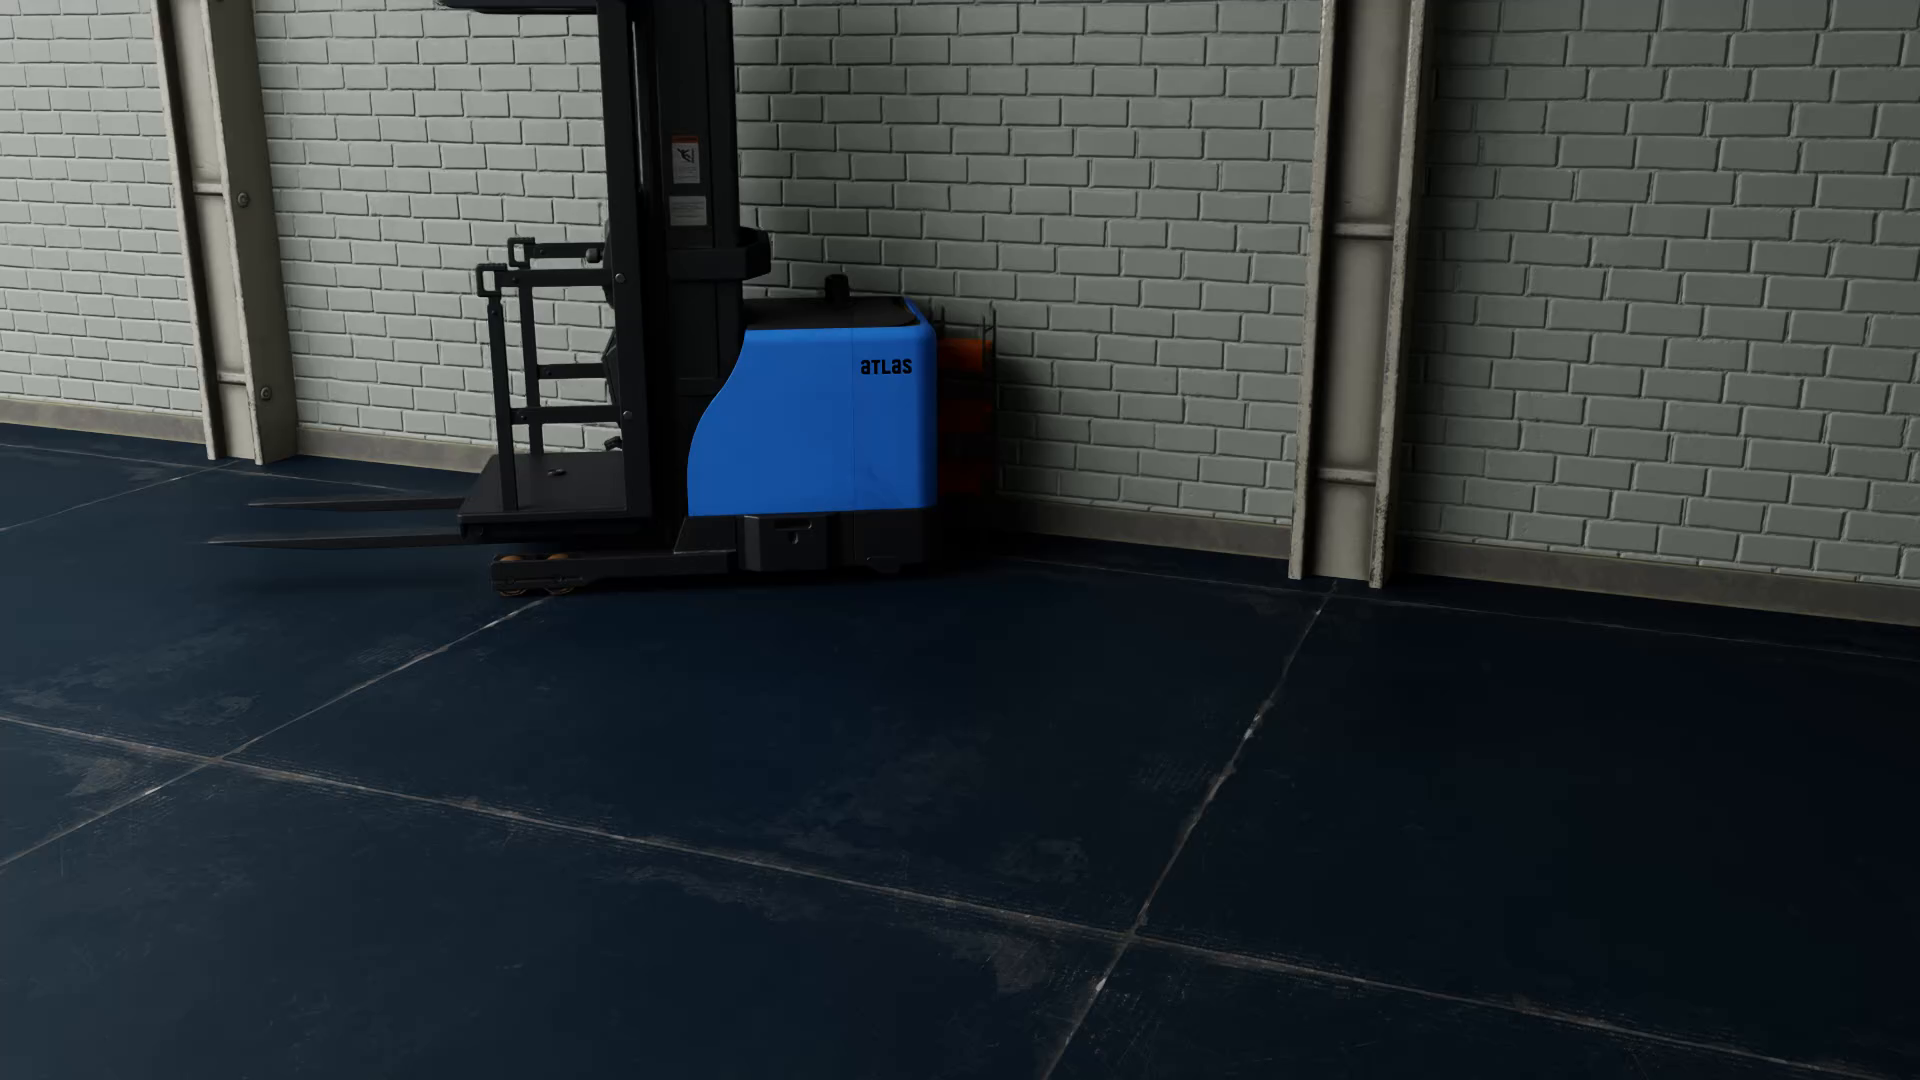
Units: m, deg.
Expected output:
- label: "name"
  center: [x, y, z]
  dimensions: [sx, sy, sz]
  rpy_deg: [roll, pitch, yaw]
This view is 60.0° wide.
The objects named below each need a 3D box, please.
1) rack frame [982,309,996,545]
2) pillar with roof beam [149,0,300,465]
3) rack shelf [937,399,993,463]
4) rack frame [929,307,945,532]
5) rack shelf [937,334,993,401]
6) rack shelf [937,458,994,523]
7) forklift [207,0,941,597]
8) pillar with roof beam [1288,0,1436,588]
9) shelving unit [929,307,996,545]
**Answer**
- label: "rack frame"
  center: [0.131, -0.506, 7.534]
  dimensions: [0.008, 1.050, 0.200]
  rpy_deg: [5, 17, 16]
- label: "pillar with roof beam"
  center: [-5.517, -3.675, 4.193]
  dimensions: [0.400, 9.000, 9.100]
  rpy_deg: [6, 17, 21]
- label: "rack shelf"
  center: [0.014, -0.506, 7.571]
  dimensions: [0.240, 0.259, 0.215]
  rpy_deg: [5, 17, 16]
- label: "rack frame"
  center: [-0.103, -0.526, 7.601]
  dimensions: [0.008, 1.050, 0.200]
  rpy_deg: [5, 17, 16]
- label: "rack shelf"
  center: [0.014, -0.778, 7.491]
  dimensions: [0.240, 0.259, 0.215]
  rpy_deg: [5, 17, 16]
- label: "rack shelf"
  center: [0.014, -0.239, 7.648]
  dimensions: [0.240, 0.259, 0.215]
  rpy_deg: [5, 17, 16]
- label: "forklift"
  center: [-1.641, -1.331, 7.000]
  dimensions: [3.031, 2.935, 1.130]
  rpy_deg: [-2, 16, -7]
- label: "pillar with roof beam"
  center: [0.065, -3.061, 2.078]
  dimensions: [0.400, 9.000, 9.100]
  rpy_deg: [6, 17, 21]
- label: "shelving unit"
  center: [0.014, -0.516, 7.568]
  dimensions: [0.252, 1.050, 0.215]
  rpy_deg: [5, 17, 16]
